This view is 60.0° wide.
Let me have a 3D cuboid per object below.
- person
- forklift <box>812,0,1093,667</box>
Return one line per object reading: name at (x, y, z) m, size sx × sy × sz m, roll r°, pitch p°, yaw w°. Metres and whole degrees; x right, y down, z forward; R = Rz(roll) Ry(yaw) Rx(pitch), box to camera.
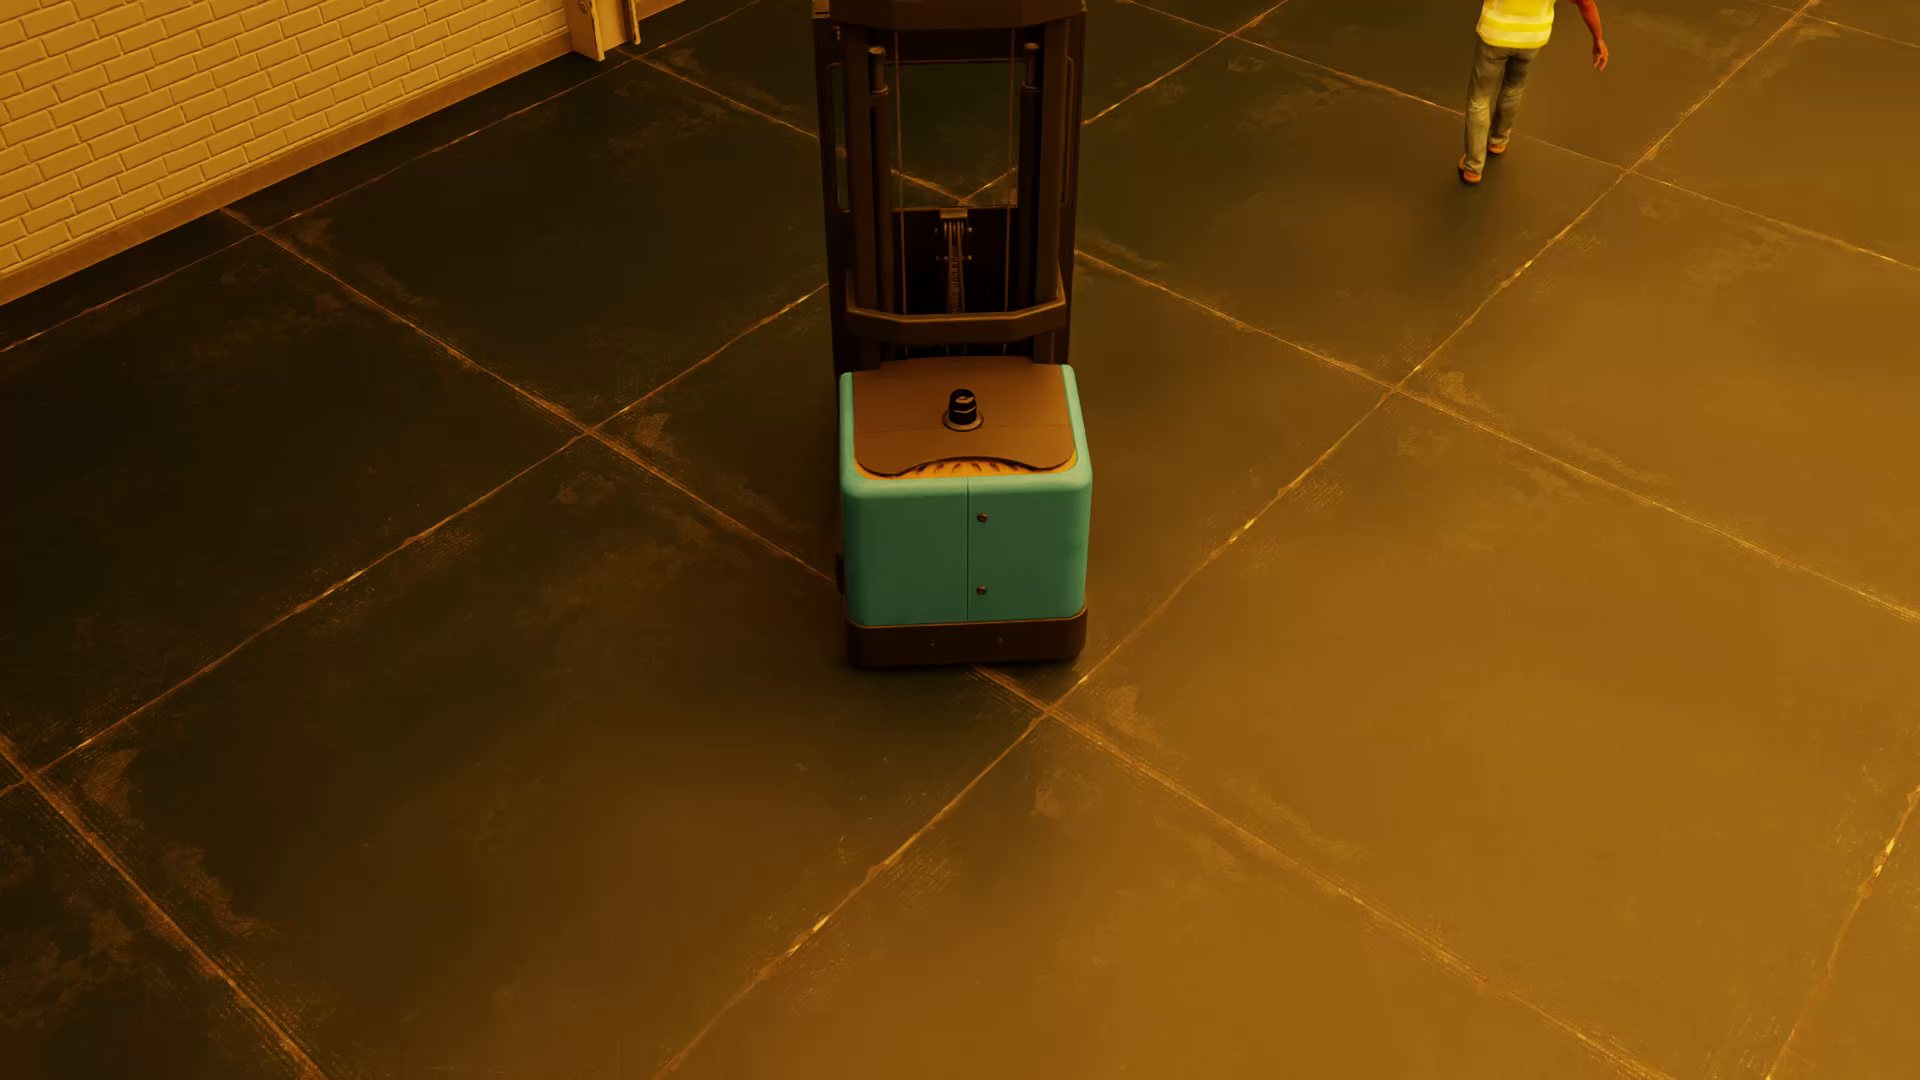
person at (3.380, -3.088, 10.082) m, size 1.025 × 1.742 × 0.756 m, roll 6°, pitch 42°, yaw 6°
forklift at (-0.057, -1.512, 7.441) m, size 1.130 × 2.935 × 3.031 m, roll -2°, pitch 42°, yaw -3°
